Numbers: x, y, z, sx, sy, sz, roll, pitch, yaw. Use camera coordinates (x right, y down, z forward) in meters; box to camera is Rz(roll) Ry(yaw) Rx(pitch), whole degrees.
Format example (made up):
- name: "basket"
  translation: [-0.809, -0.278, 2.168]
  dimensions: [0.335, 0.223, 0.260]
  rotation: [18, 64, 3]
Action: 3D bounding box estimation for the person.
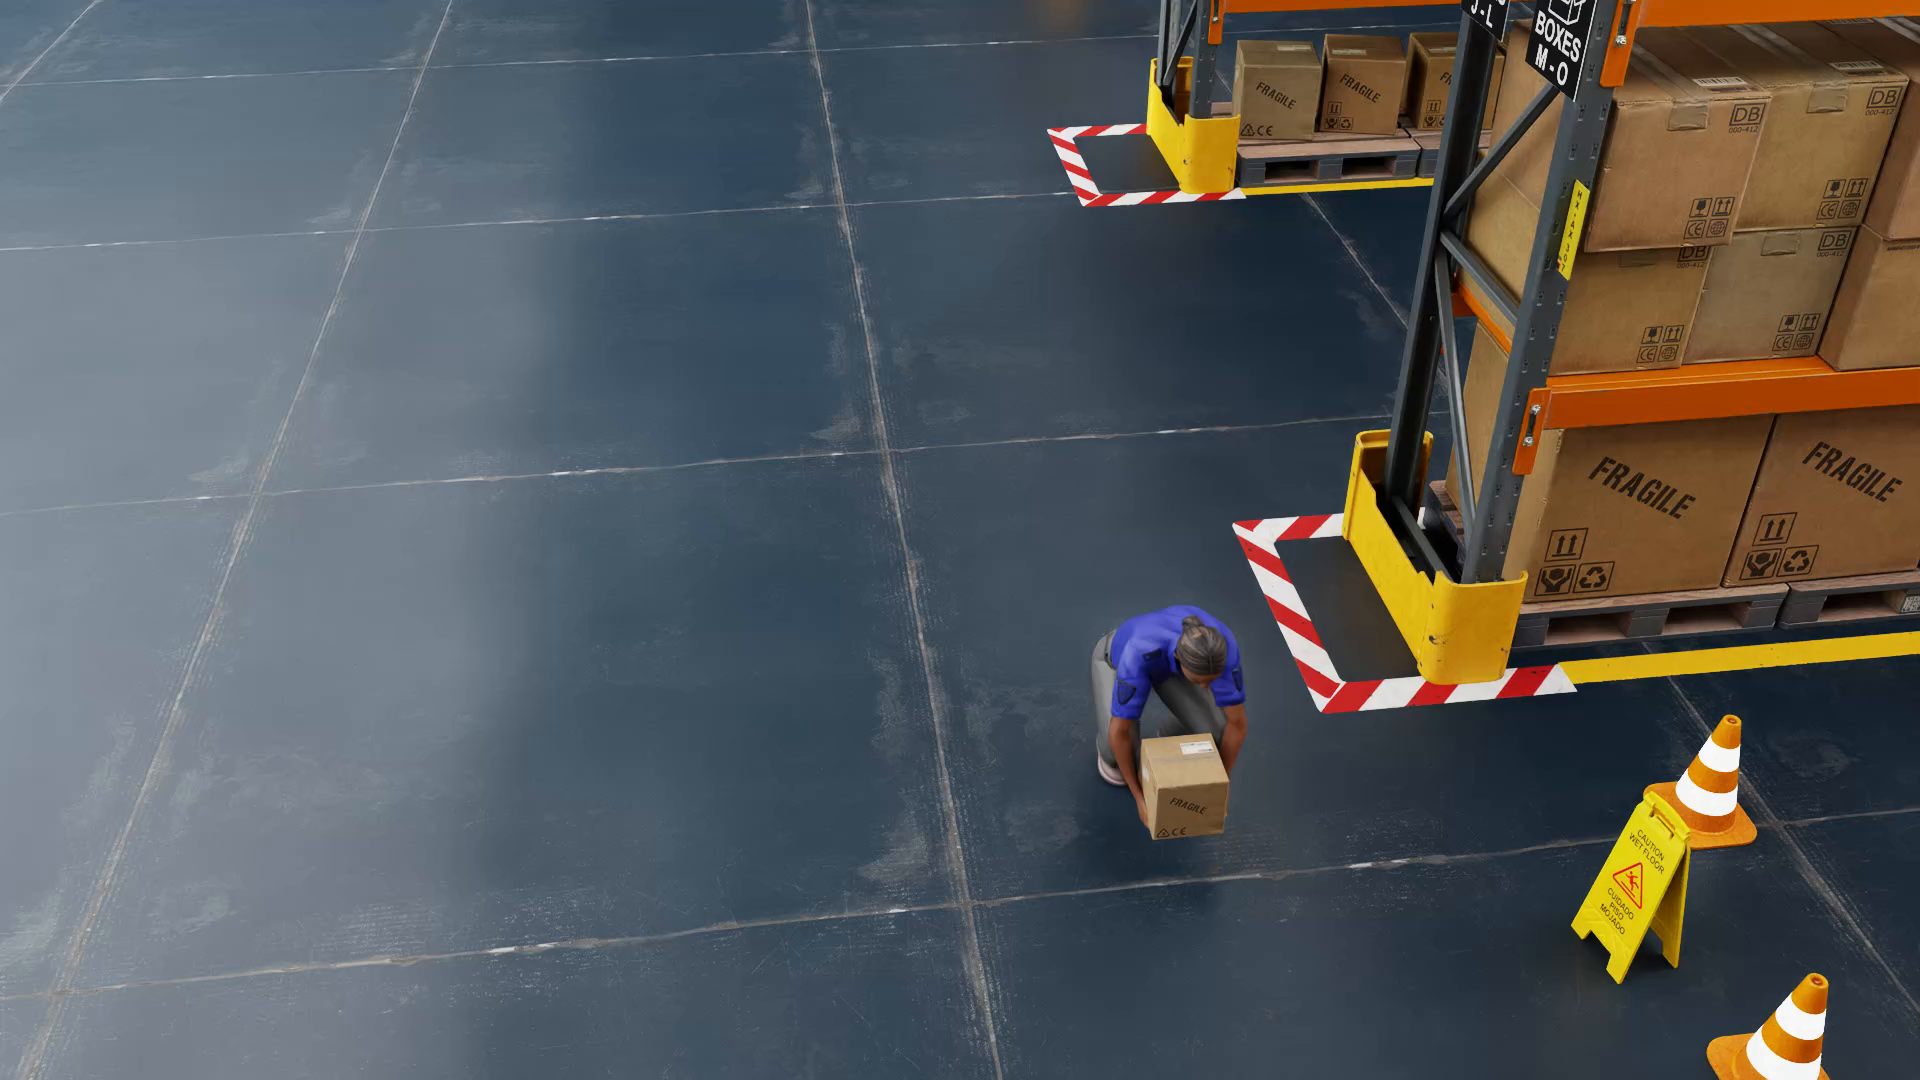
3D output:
- name: "person"
  translation: [0.747, 0.560, 6.007]
  dimensions: [0.501, 0.915, 0.830]
  rotation: [-4, 35, -6]
